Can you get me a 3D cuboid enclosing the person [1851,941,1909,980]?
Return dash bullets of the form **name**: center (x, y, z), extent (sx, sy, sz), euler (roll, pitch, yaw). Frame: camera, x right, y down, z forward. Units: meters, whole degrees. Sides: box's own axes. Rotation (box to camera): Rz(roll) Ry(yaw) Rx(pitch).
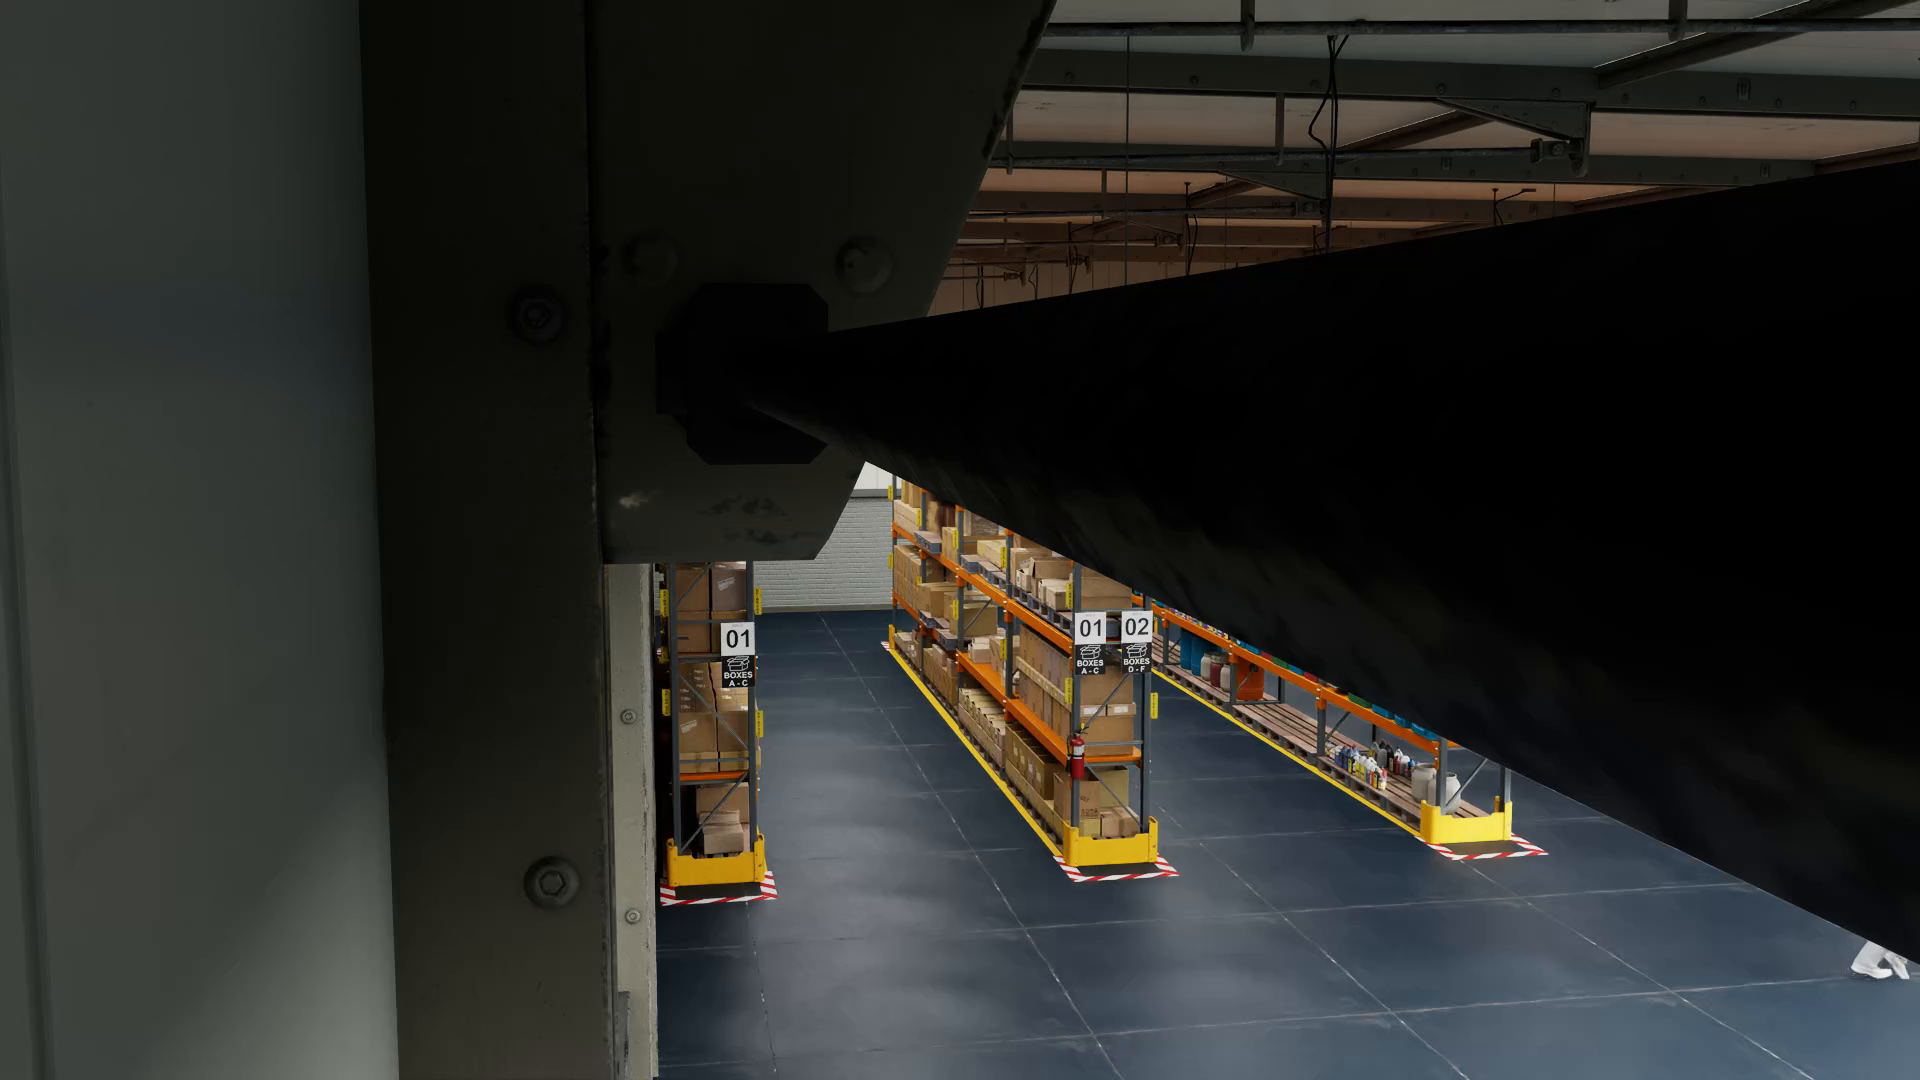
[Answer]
- **person**: center (9.581, 3.630, 16.923), extent (0.878, 1.807, 0.668), euler (1, 6, 12)
